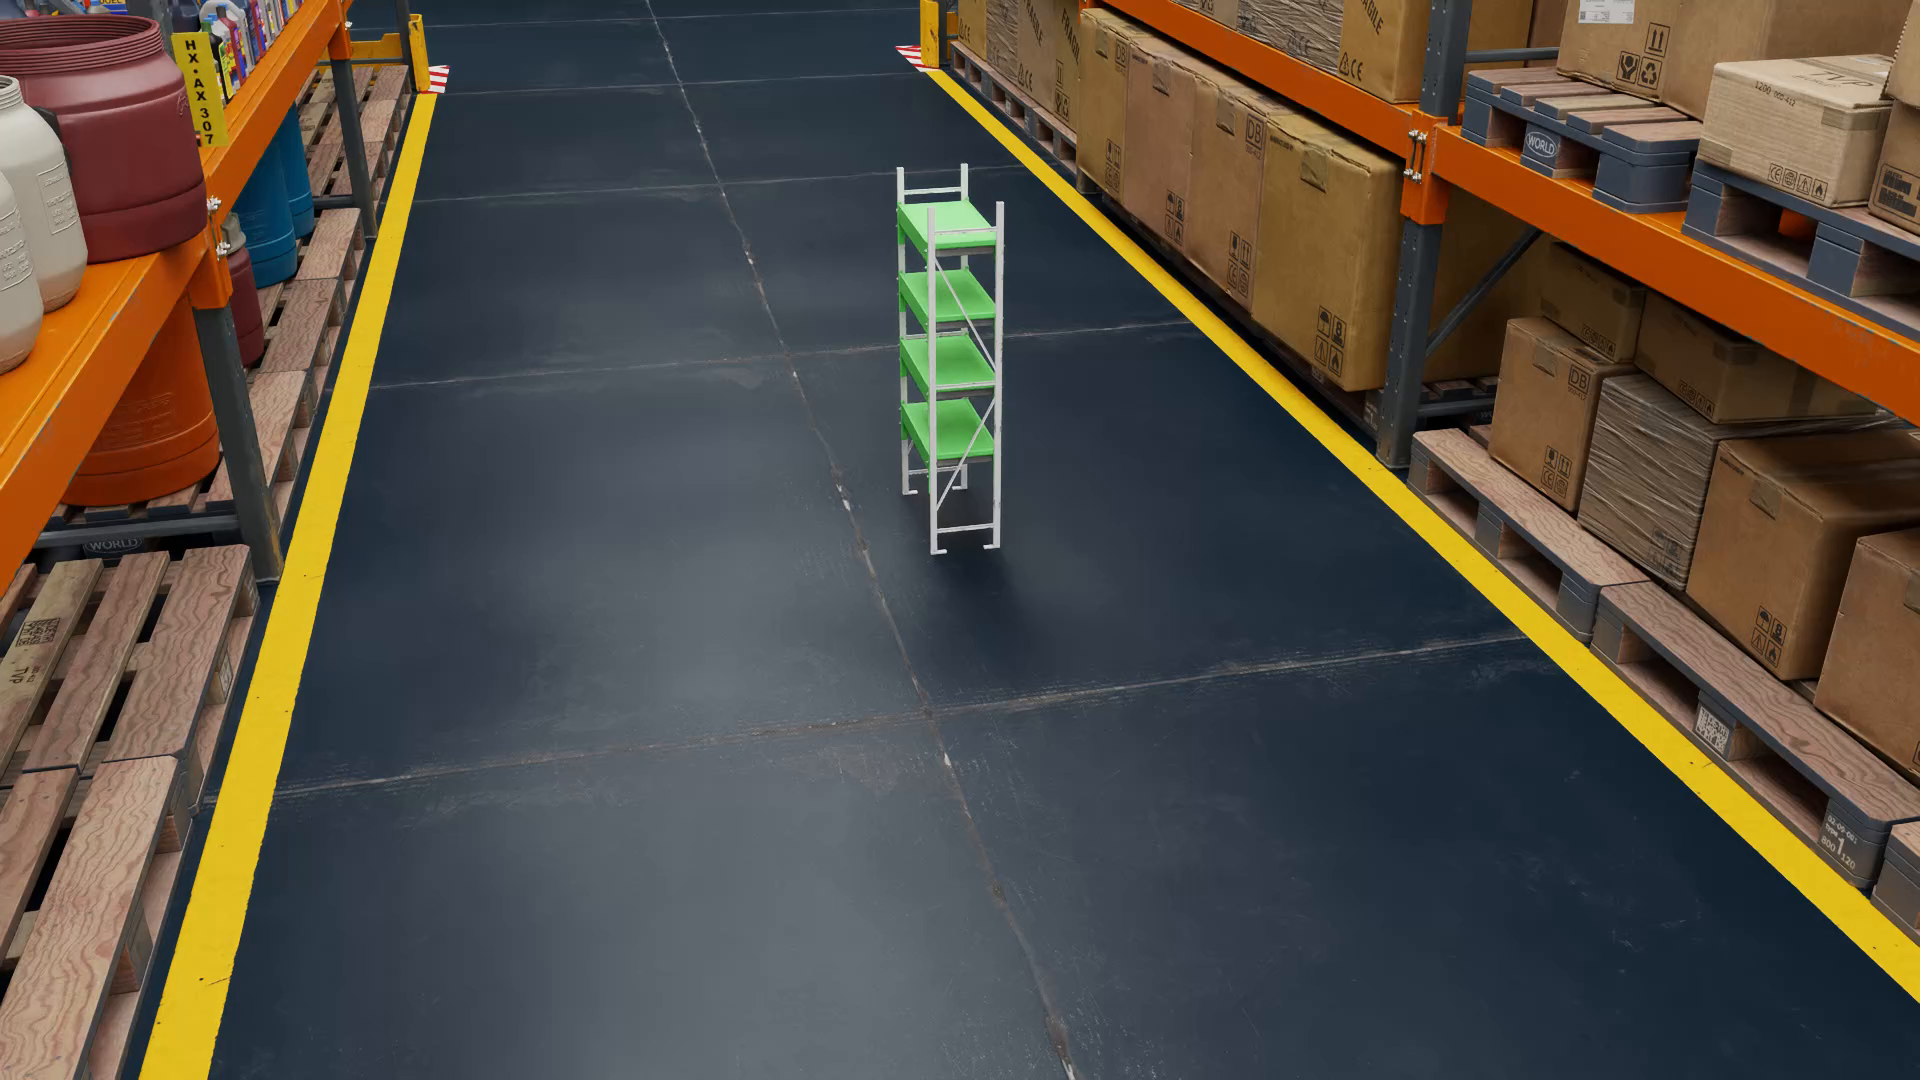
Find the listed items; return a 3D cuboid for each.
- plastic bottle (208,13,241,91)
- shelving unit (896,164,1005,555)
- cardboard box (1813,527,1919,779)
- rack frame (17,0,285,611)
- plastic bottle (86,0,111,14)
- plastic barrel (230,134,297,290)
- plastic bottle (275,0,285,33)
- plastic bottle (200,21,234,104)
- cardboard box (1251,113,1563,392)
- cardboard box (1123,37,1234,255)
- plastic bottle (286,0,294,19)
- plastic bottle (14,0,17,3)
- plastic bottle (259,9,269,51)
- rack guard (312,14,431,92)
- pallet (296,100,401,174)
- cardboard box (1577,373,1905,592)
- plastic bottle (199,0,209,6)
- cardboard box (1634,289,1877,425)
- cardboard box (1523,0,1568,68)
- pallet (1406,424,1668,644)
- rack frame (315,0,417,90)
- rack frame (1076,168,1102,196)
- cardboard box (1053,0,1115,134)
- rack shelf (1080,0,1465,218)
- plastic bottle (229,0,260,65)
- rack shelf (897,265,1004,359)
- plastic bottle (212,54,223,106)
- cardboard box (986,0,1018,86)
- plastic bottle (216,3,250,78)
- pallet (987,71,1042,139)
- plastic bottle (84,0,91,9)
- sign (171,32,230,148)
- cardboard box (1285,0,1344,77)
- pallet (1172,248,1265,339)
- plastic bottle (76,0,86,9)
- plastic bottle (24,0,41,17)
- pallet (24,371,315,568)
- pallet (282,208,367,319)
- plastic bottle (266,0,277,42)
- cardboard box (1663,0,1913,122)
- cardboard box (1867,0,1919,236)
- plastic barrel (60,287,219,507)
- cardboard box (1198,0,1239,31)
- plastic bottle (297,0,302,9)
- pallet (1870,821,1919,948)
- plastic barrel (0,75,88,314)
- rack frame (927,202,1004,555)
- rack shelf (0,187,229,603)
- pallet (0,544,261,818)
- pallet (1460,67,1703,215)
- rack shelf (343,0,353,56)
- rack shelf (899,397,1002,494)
[{"bbox_3d":[-2.726,-1.796,6.123,0.097,0.271,0.097,0,27,0],"label":"plastic bottle"},{"bbox_3d":[-0.037,-0.608,5.624,0.258,1.200,0.503,-6,27,-12],"label":"shelving unit"},{"bbox_3d":[2.658,0.272,4.167,0.700,0.500,0.500,-8,28,-16],"label":"cardboard box"},{"bbox_3d":[-2.736,-1.172,4.742,1.000,3.000,0.127,-6,27,-12],"label":"rack frame"},{"bbox_3d":[-3.526,-2.110,6.821,0.097,0.201,0.097,0,27,0],"label":"plastic bottle"},{"bbox_3d":[-3.372,-1.627,7.507,0.600,0.901,0.708,-6,27,-12],"label":"plastic barrel"},{"bbox_3d":[-3.038,-2.350,7.215,0.152,0.276,0.135,-6,27,-12],"label":"plastic bottle"},{"bbox_3d":[-2.661,-1.710,5.939,0.061,0.283,0.133,-6,27,-12],"label":"plastic bottle"},{"bbox_3d":[1.954,-1.219,6.727,1.225,0.875,0.875,-7,28,-14],"label":"cardboard box"},{"bbox_3d":[1.554,-1.998,8.272,1.225,0.875,0.875,-7,28,-13],"label":"cardboard box"},{"bbox_3d":[-3.112,-2.535,7.499,0.144,0.351,0.185,-6,27,-12],"label":"plastic bottle"},{"bbox_3d":[-3.572,-1.895,6.305,0.061,0.283,0.133,-6,27,-12],"label":"plastic bottle"},{"bbox_3d":[-2.902,-2.108,6.818,0.097,0.201,0.097,0,27,0],"label":"plastic bottle"},{"bbox_3d":[-4.557,-3.577,12.282,1.175,0.500,0.348,-6,27,-12],"label":"rack guard"},{"bbox_3d":[-4.120,-2.538,10.545,1.003,0.211,1.213,-6,27,-12],"label":"pallet"},{"bbox_3d":[2.397,-0.221,5.144,0.700,0.500,0.500,-8,28,-16],"label":"cardboard box"},{"bbox_3d":[-3.073,-2.166,6.856,0.097,0.271,0.097,0,27,0],"label":"plastic bottle"},{"bbox_3d":[2.399,-0.567,4.998,0.500,0.250,0.500,-3,27,-6],"label":"cardboard box"},{"bbox_3d":[2.245,-1.960,6.194,0.500,0.500,0.500,-5,27,-10],"label":"cardboard box"},{"bbox_3d":[2.264,-0.087,5.687,1.003,0.211,1.213,-6,27,-12],"label":"pallet"},{"bbox_3d":[-4.539,-4.684,11.700,1.000,3.000,0.127,-6,27,-12],"label":"rack frame"},{"bbox_3d":[1.188,-3.431,9.218,1.000,3.000,0.127,-6,27,-12],"label":"rack frame"},{"bbox_3d":[1.117,-2.967,10.192,0.875,0.875,0.875,-6,27,-12],"label":"cardboard box"},{"bbox_3d":[1.639,-2.231,7.640,1.077,0.370,4.000,-6,27,-12],"label":"rack shelf"},{"bbox_3d":[-2.863,-2.052,6.541,0.144,0.351,0.185,-6,27,-12],"label":"plastic bottle"},{"bbox_3d":[-0.037,-0.766,5.544,0.258,0.148,0.480,-6,27,-12],"label":"rack shelf"},{"bbox_3d":[-2.609,-1.609,5.738,0.061,0.283,0.133,-6,27,-12],"label":"plastic bottle"},{"bbox_3d":[0.714,-3.753,11.749,0.875,0.875,0.875,-6,27,-12],"label":"cardboard box"},{"bbox_3d":[-2.778,-1.898,6.324,0.097,0.271,0.097,0,27,0],"label":"plastic bottle"},{"bbox_3d":[0.814,-3.064,11.586,1.003,0.211,1.213,-6,27,-12],"label":"pallet"},{"bbox_3d":[-3.696,-2.224,6.965,0.152,0.276,0.135,-6,27,-12],"label":"plastic bottle"},{"bbox_3d":[-2.202,-1.303,4.822,0.100,0.325,0.005,-6,27,-12],"label":"sign"},{"bbox_3d":[1.630,-2.130,6.530,0.500,0.500,0.500,-6,27,-12],"label":"cardboard box"},{"bbox_3d":[1.714,-1.318,8.127,1.003,0.211,1.213,-6,27,-12],"label":"pallet"},{"bbox_3d":[-3.644,-2.122,6.763,0.152,0.276,0.135,-6,27,-12],"label":"plastic bottle"},{"bbox_3d":[-3.513,-1.901,6.318,0.061,0.283,0.133,-6,27,-12],"label":"plastic bottle"},{"bbox_3d":[-2.954,-0.269,6.048,1.003,0.211,1.213,-6,27,-12],"label":"pallet"},{"bbox_3d":[-3.504,-1.340,8.170,1.003,0.211,1.213,-6,27,-12],"label":"pallet"},{"bbox_3d":[-2.955,-2.210,7.020,0.097,0.201,0.097,0,27,0],"label":"plastic bottle"},{"bbox_3d":[2.473,-1.439,4.695,0.700,0.500,0.500,-2,27,-4],"label":"cardboard box"},{"bbox_3d":[2.510,-0.904,3.631,0.797,0.503,0.637,-3,27,-6],"label":"cardboard box"},{"bbox_3d":[-2.863,-0.603,5.559,0.600,0.830,0.708,-6,27,-12],"label":"plastic barrel"},{"bbox_3d":[1.396,-2.581,7.424,0.500,0.500,0.500,-5,27,-11],"label":"cardboard box"},{"bbox_3d":[-3.137,-2.638,7.778,0.061,0.283,0.133,-6,27,-12],"label":"plastic bottle"},{"bbox_3d":[2.814,0.985,3.565,1.003,0.211,1.213,-6,27,-12],"label":"pallet"},{"bbox_3d":[-2.296,-0.792,3.865,0.421,0.512,0.421,0,27,0],"label":"plastic barrel"},{"bbox_3d":[0.018,-0.501,5.411,0.240,1.200,0.015,-6,27,-12],"label":"rack frame"},{"bbox_3d":[-2.285,0.028,3.165,1.077,0.370,4.000,-6,27,-12],"label":"rack shelf"},{"bbox_3d":[-2.599,0.417,4.689,1.003,0.211,1.213,-6,27,-12],"label":"pallet"},{"bbox_3d":[2.354,-1.287,5.184,1.213,0.211,1.003,-6,27,-12],"label":"pallet"},{"bbox_3d":[-4.088,-3.484,10.123,1.077,0.370,4.000,-6,27,-12],"label":"rack shelf"},{"bbox_3d":[-0.037,-0.337,5.761,0.258,0.148,0.480,-6,27,-12],"label":"rack shelf"}]
